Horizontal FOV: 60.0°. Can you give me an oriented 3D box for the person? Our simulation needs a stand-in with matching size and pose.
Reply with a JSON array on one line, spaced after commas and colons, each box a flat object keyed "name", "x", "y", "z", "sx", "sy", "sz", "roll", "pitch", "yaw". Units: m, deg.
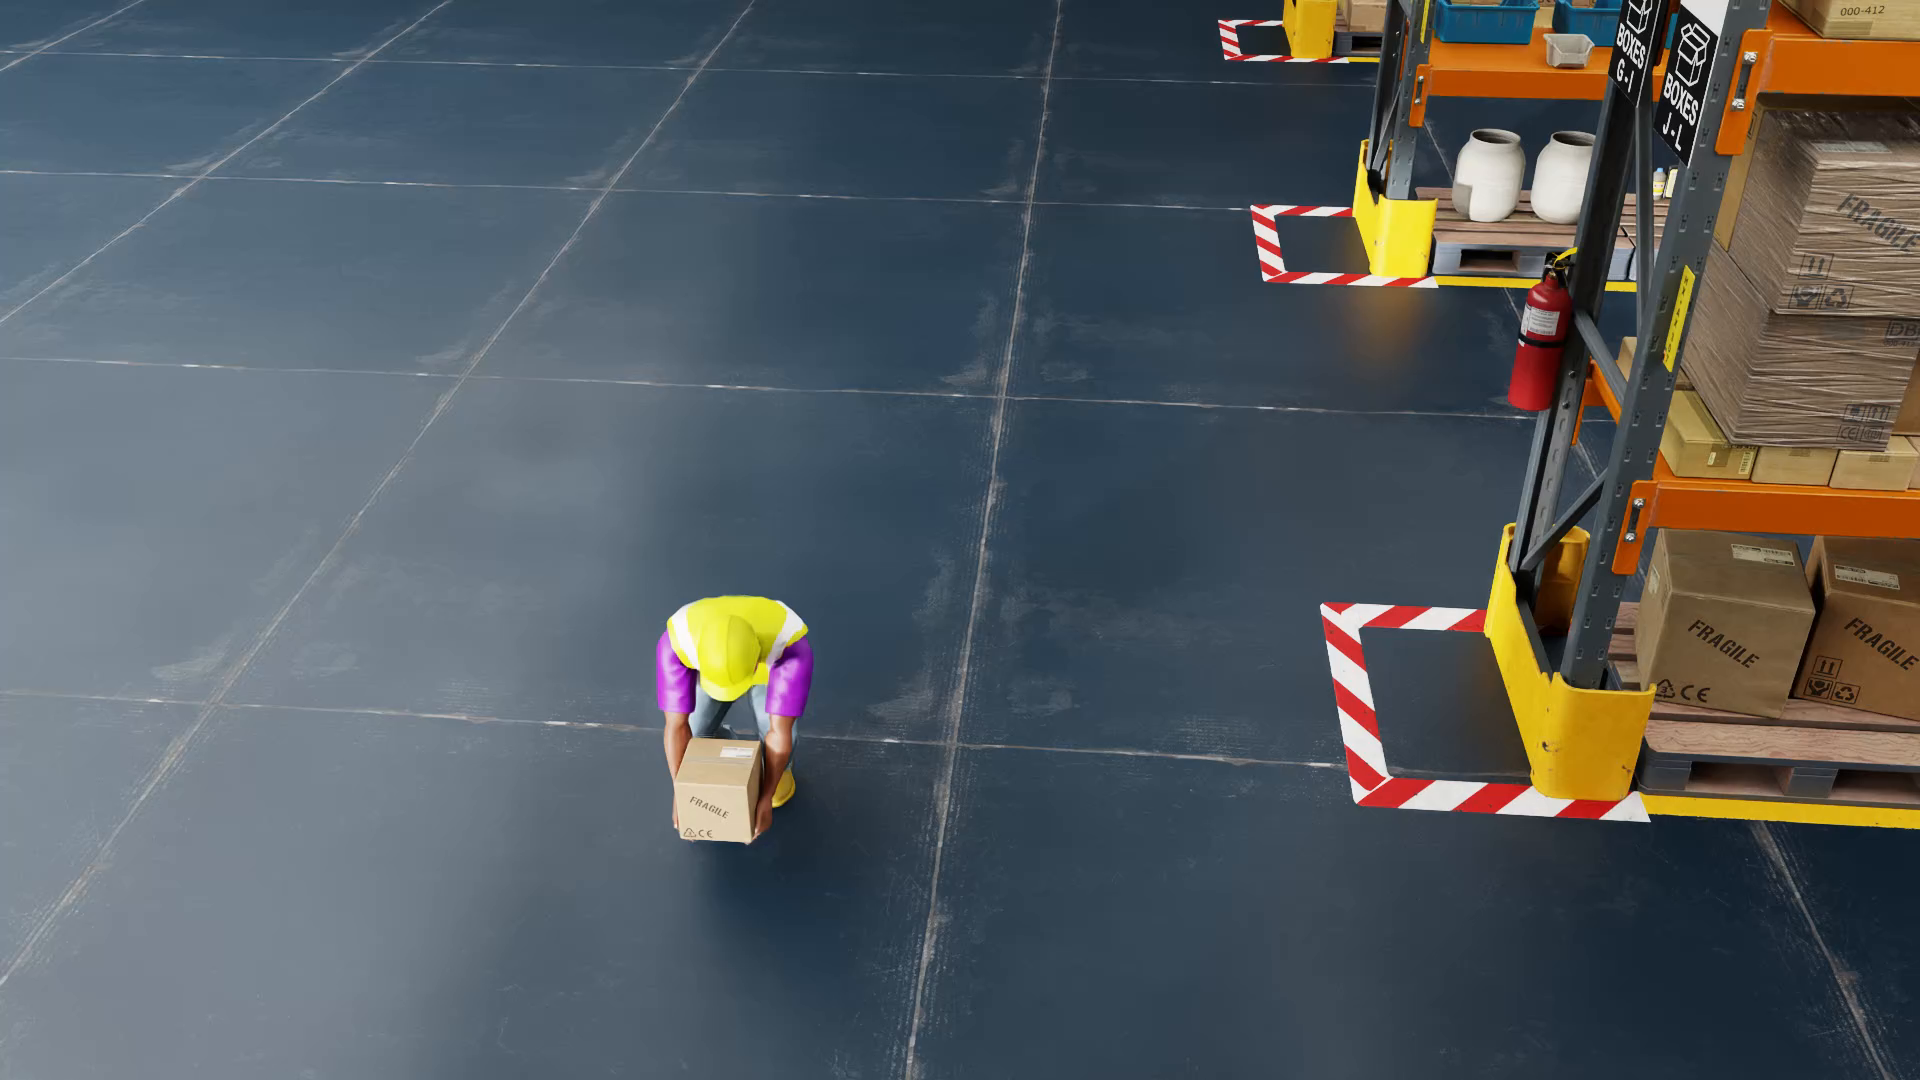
[{"name": "person", "x": -0.779, "y": 0.545, "z": 5.959, "sx": 0.546, "sy": 1.012, "sz": 0.897, "roll": 2, "pitch": 32, "yaw": 3}]
